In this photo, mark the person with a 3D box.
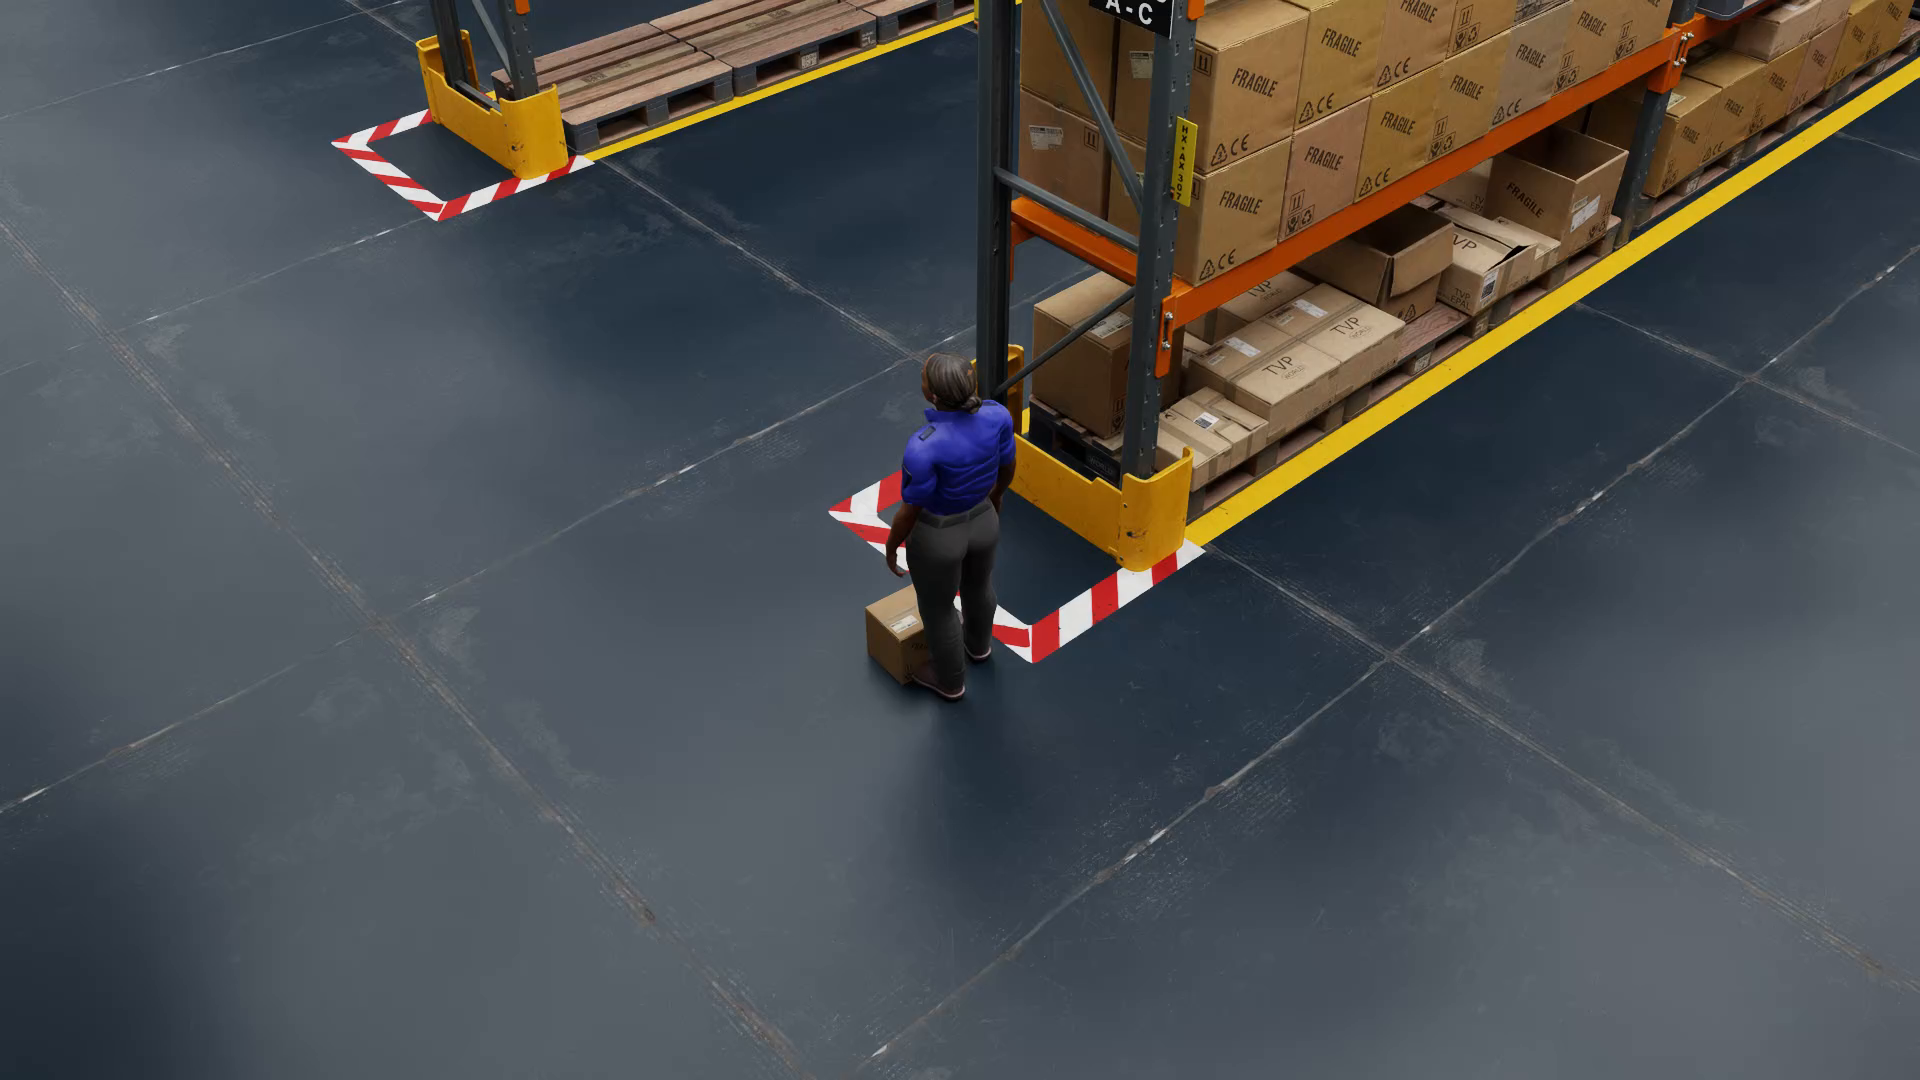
[{"bbox_3d":[-0.069,-0.079,6.241,0.570,1.656,0.503,-26,46,-27],"label":"person"}]
